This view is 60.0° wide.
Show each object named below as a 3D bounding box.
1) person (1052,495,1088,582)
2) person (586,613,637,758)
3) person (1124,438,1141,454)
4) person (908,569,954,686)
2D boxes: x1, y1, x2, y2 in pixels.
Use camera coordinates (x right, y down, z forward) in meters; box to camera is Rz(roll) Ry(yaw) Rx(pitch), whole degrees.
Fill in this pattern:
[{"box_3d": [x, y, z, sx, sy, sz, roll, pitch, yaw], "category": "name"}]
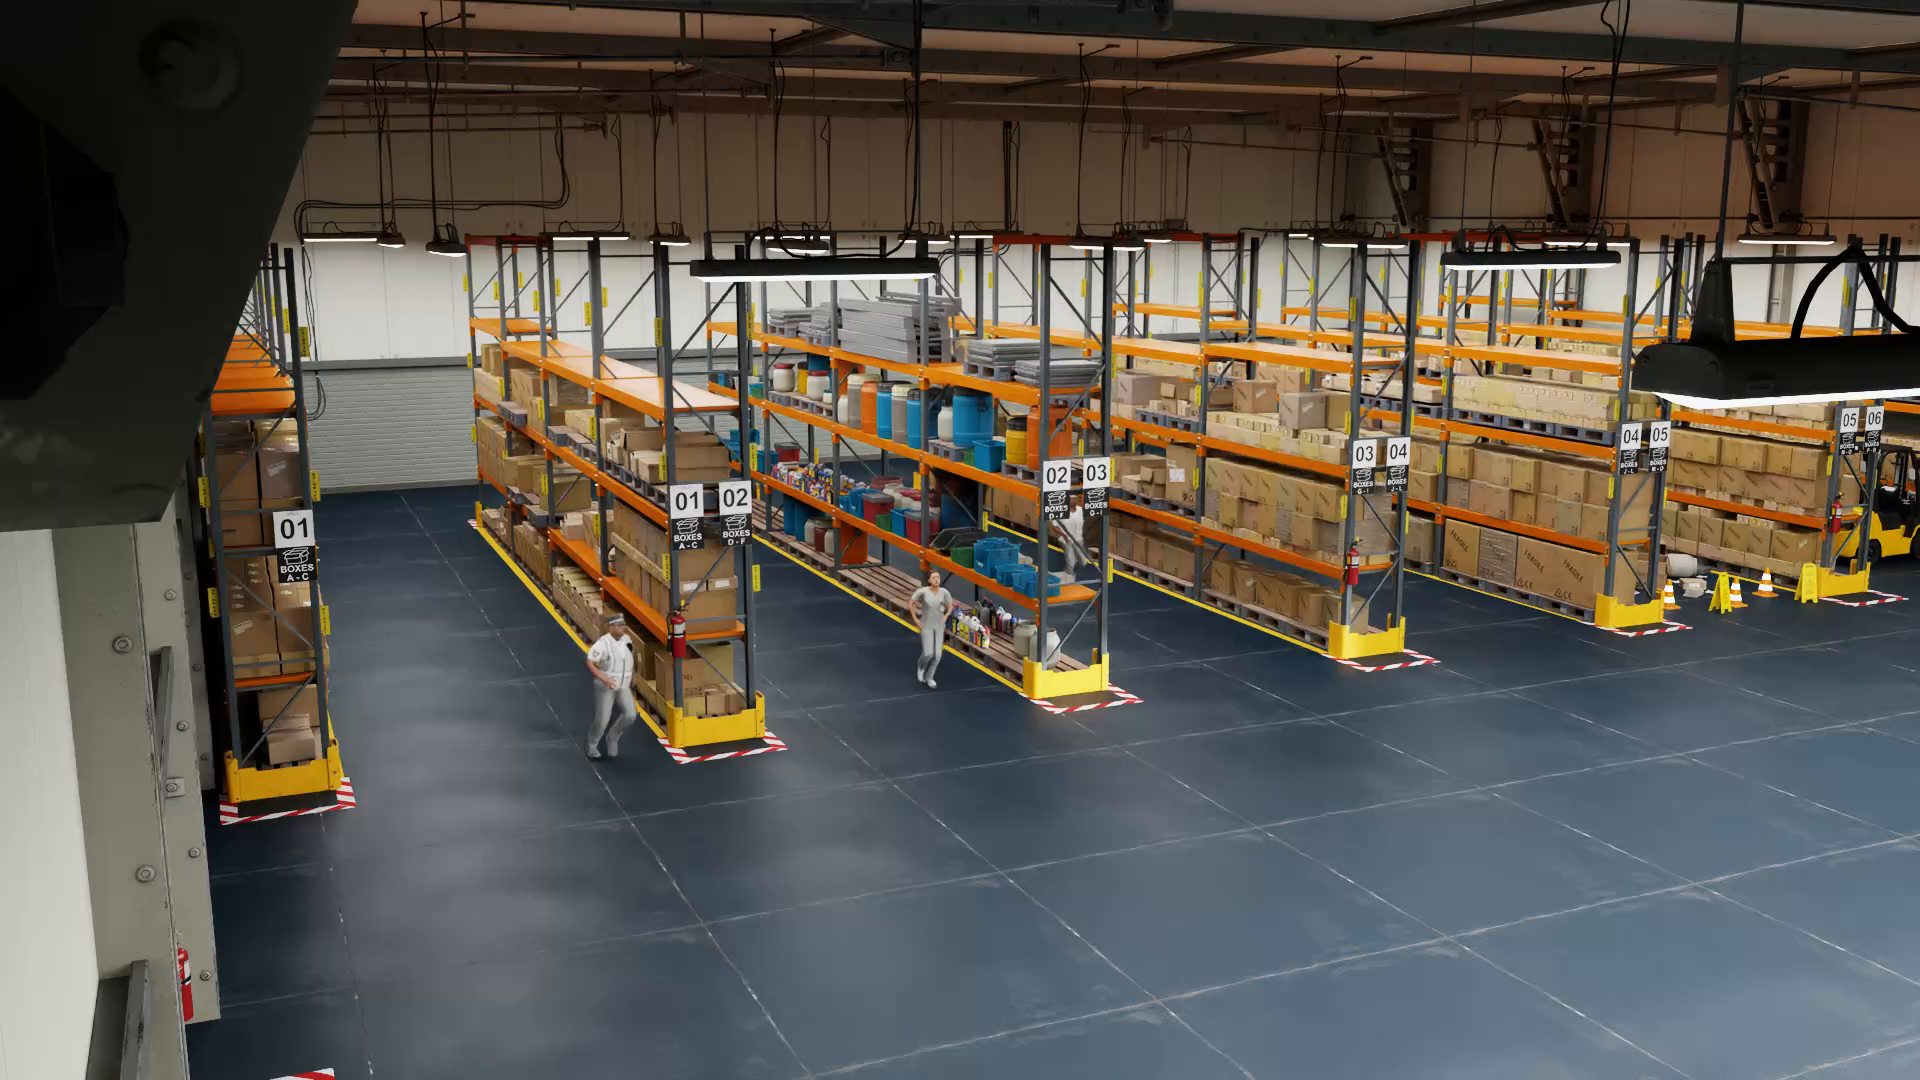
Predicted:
[{"box_3d": [1.929, 0.014, 28.493, 0.674, 1.721, 0.569, -5, 12, -25], "category": "person"}, {"box_3d": [-4.087, 1.721, 19.754, 0.722, 1.746, 0.613, -11, 15, -43], "category": "person"}, {"box_3d": [4.412, -2.544, 41.728, 0.582, 1.724, 0.713, 3, 11, 16], "category": "person"}, {"box_3d": [-0.368, 1.201, 22.634, 0.609, 1.631, 0.502, -3, 11, -16], "category": "person"}]
